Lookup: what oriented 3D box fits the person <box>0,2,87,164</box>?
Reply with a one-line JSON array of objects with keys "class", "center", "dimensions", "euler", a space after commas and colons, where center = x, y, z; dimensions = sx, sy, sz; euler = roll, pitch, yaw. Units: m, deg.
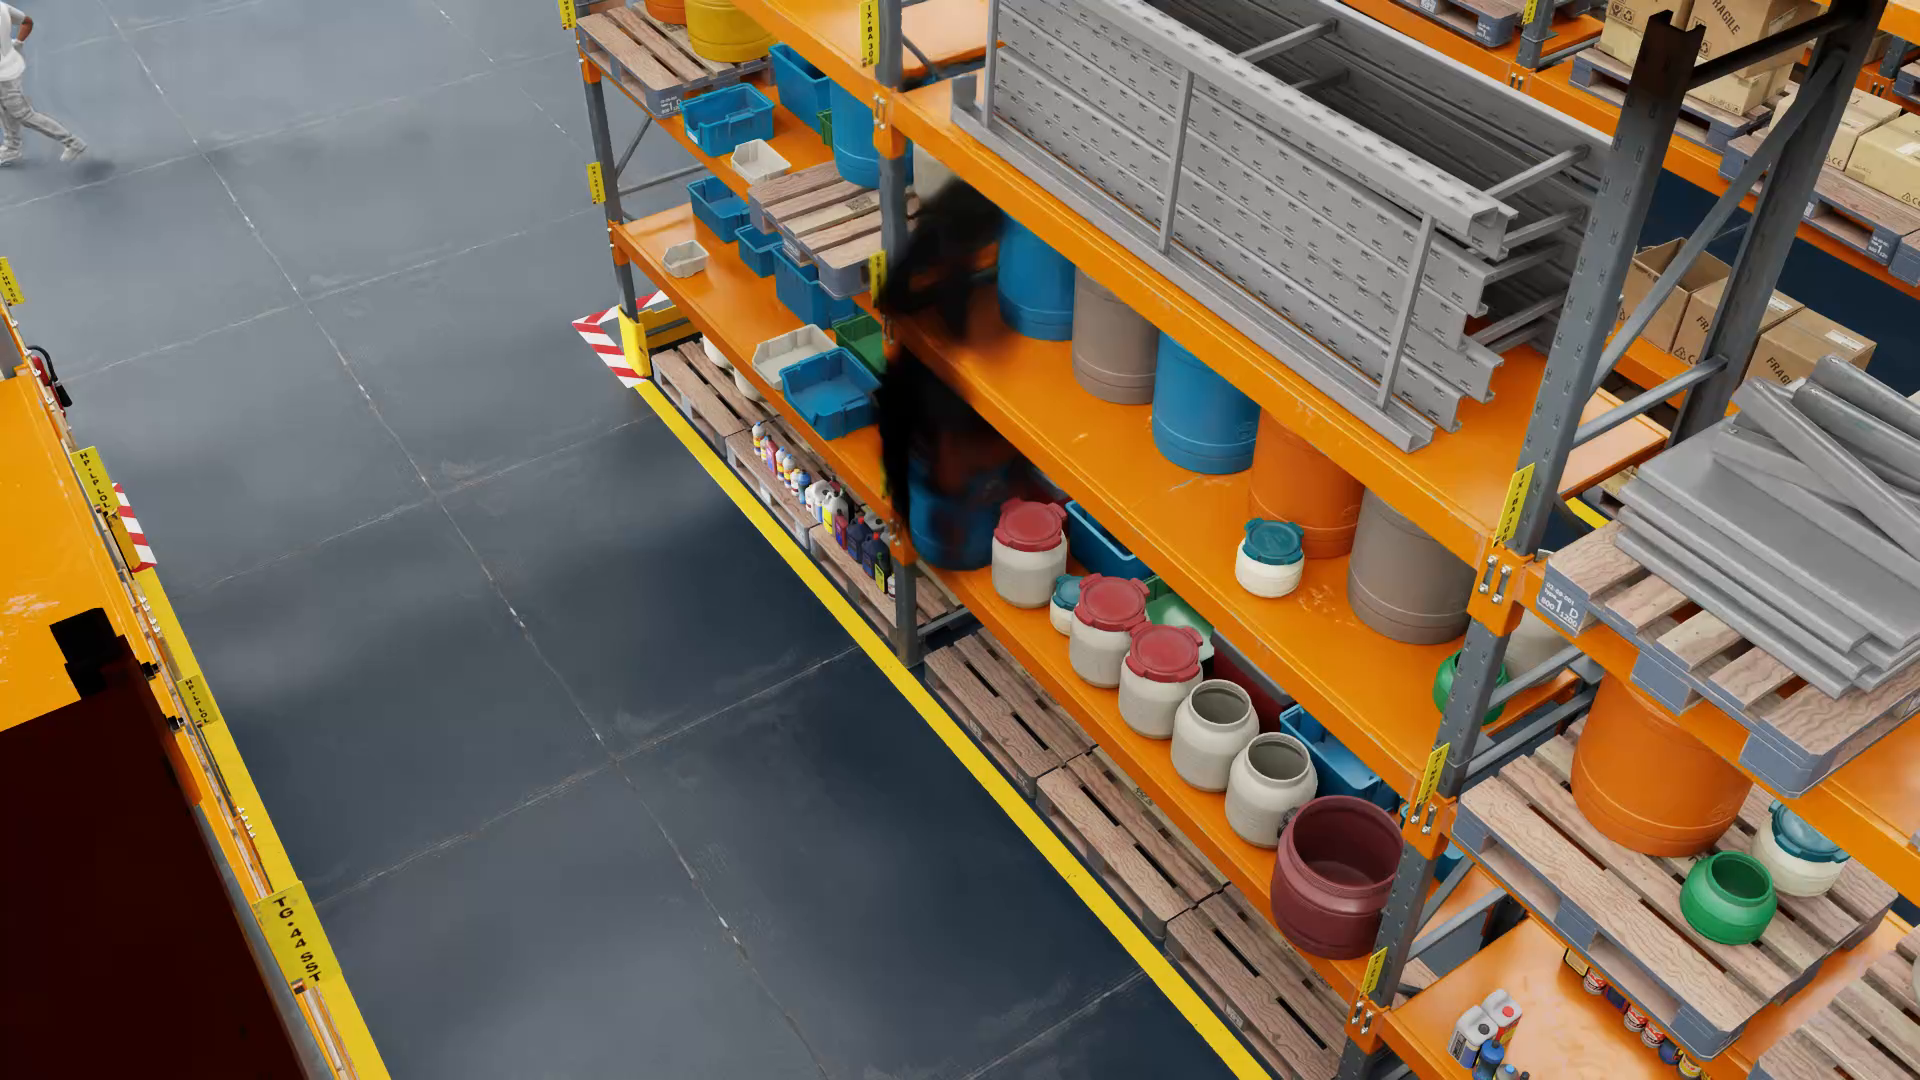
[{"class": "person", "center": [-8.601, -4.176, 14.940], "dimensions": [0.949, 1.781, 0.681], "euler": [-5, 43, -6]}]
